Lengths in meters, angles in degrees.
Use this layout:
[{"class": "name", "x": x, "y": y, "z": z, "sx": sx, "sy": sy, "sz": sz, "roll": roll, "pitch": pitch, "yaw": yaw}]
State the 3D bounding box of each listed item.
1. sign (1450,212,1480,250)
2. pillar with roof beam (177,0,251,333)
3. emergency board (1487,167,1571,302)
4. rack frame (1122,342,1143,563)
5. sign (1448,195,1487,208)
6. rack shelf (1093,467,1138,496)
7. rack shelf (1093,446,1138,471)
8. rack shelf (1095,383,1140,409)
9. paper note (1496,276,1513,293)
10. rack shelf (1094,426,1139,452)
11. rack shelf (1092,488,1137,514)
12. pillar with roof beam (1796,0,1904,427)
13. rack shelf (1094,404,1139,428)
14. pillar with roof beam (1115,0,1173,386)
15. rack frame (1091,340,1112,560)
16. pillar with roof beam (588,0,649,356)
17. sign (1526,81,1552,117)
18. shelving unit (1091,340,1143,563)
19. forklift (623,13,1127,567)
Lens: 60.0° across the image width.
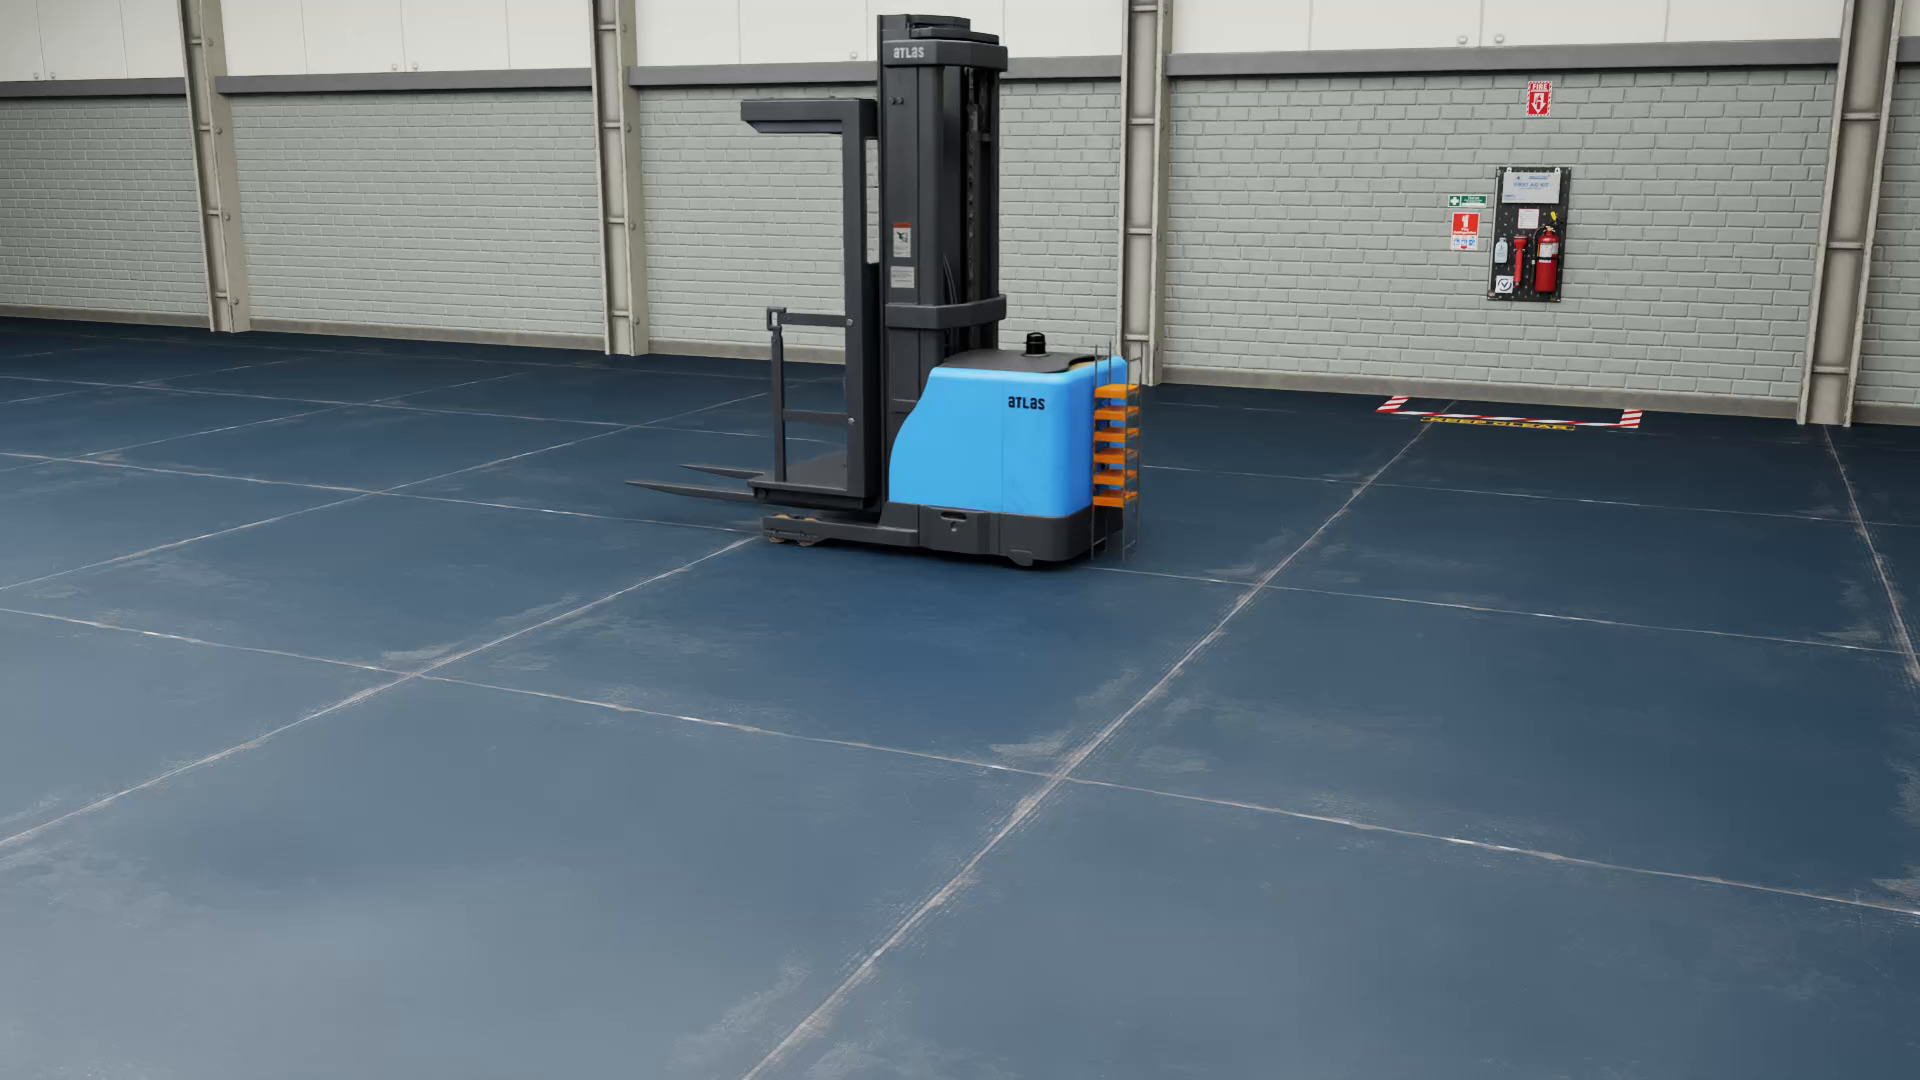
[{"class": "sign", "x": 4.531, "y": -2.771, "z": 14.919, "sx": 0.234, "sy": 0.329, "sz": 0.001, "roll": 6, "pitch": 14, "yaw": 23}, {"class": "pillar with roof beam", "x": -10.963, "y": -6.131, "z": 16.185, "sx": 0.400, "sy": 9.000, "sz": 9.100, "roll": 6, "pitch": 14, "yaw": 23}, {"class": "emergency board", "x": 4.994, "y": -2.681, "z": 14.613, "sx": 0.643, "sy": 1.169, "sz": 0.194, "roll": 6, "pitch": 14, "yaw": 23}, {"class": "rack frame", "x": 0.951, "y": -0.479, "z": 9.169, "sx": 0.006, "sy": 1.200, "sz": 0.240, "roll": 6, "pitch": 15, "yaw": 25}, {"class": "sign", "x": 4.531, "y": -3.026, "z": 14.848, "sx": 0.331, "sy": 0.109, "sz": 0.001, "roll": 6, "pitch": 14, "yaw": 23}, {"class": "rack shelf", "x": 0.869, "y": -0.328, "z": 9.245, "sx": 0.180, "sy": 0.103, "sz": 0.258, "roll": 6, "pitch": 15, "yaw": 25}, {"class": "rack shelf", "x": 0.869, "y": -0.445, "z": 9.218, "sx": 0.180, "sy": 0.103, "sz": 0.258, "roll": 6, "pitch": 15, "yaw": 25}, {"class": "rack shelf", "x": 0.869, "y": -0.795, "z": 9.136, "sx": 0.180, "sy": 0.103, "sz": 0.258, "roll": 6, "pitch": 15, "yaw": 25}, {"class": "paper note", "x": 4.861, "y": -2.283, "z": 14.845, "sx": 0.142, "sy": 0.148, "sz": 0.016, "roll": 6, "pitch": 14, "yaw": 23}, {"class": "rack shelf", "x": 0.869, "y": -0.561, "z": 9.190, "sx": 0.180, "sy": 0.103, "sz": 0.258, "roll": 6, "pitch": 15, "yaw": 25}, {"class": "rack shelf", "x": 0.869, "y": -0.211, "z": 9.273, "sx": 0.180, "sy": 0.103, "sz": 0.258, "roll": 6, "pitch": 15, "yaw": 25}, {"class": "pillar with roof beam", "x": 5.495, "y": -4.466, "z": 9.087, "sx": 0.400, "sy": 9.000, "sz": 9.100, "roll": 6, "pitch": 14, "yaw": 23}, {"class": "rack shelf", "x": 0.869, "y": -0.678, "z": 9.163, "sx": 0.180, "sy": 0.103, "sz": 0.258, "roll": 6, "pitch": 15, "yaw": 25}, {"class": "pillar with roof beam", "x": 0.009, "y": -5.021, "z": 11.453, "sx": 0.400, "sy": 9.000, "sz": 9.100, "roll": 6, "pitch": 14, "yaw": 23}, {"class": "rack frame", "x": 0.786, "y": -0.497, "z": 9.246, "sx": 0.006, "sy": 1.200, "sz": 0.240, "roll": 6, "pitch": 15, "yaw": 25}, {"class": "pillar with roof beam", "x": -5.477, "y": -5.576, "z": 13.819, "sx": 0.400, "sy": 9.000, "sz": 9.100, "roll": 6, "pitch": 14, "yaw": 23}, {"class": "sign", "x": 5.027, "y": -3.831, "z": 14.440, "sx": 0.199, "sy": 0.298, "sz": 0.001, "roll": 6, "pitch": 14, "yaw": 23}, {"class": "shelving unit", "x": 0.869, "y": -0.488, "z": 9.208, "sx": 0.189, "sy": 1.200, "sz": 0.258, "roll": 6, "pitch": 15, "yaw": 25}, {"class": "forklift", "x": -0.584, "y": -1.491, "z": 9.692, "sx": 3.031, "sy": 2.935, "sz": 1.130, "roll": 6, "pitch": 15, "yaw": 25}]
